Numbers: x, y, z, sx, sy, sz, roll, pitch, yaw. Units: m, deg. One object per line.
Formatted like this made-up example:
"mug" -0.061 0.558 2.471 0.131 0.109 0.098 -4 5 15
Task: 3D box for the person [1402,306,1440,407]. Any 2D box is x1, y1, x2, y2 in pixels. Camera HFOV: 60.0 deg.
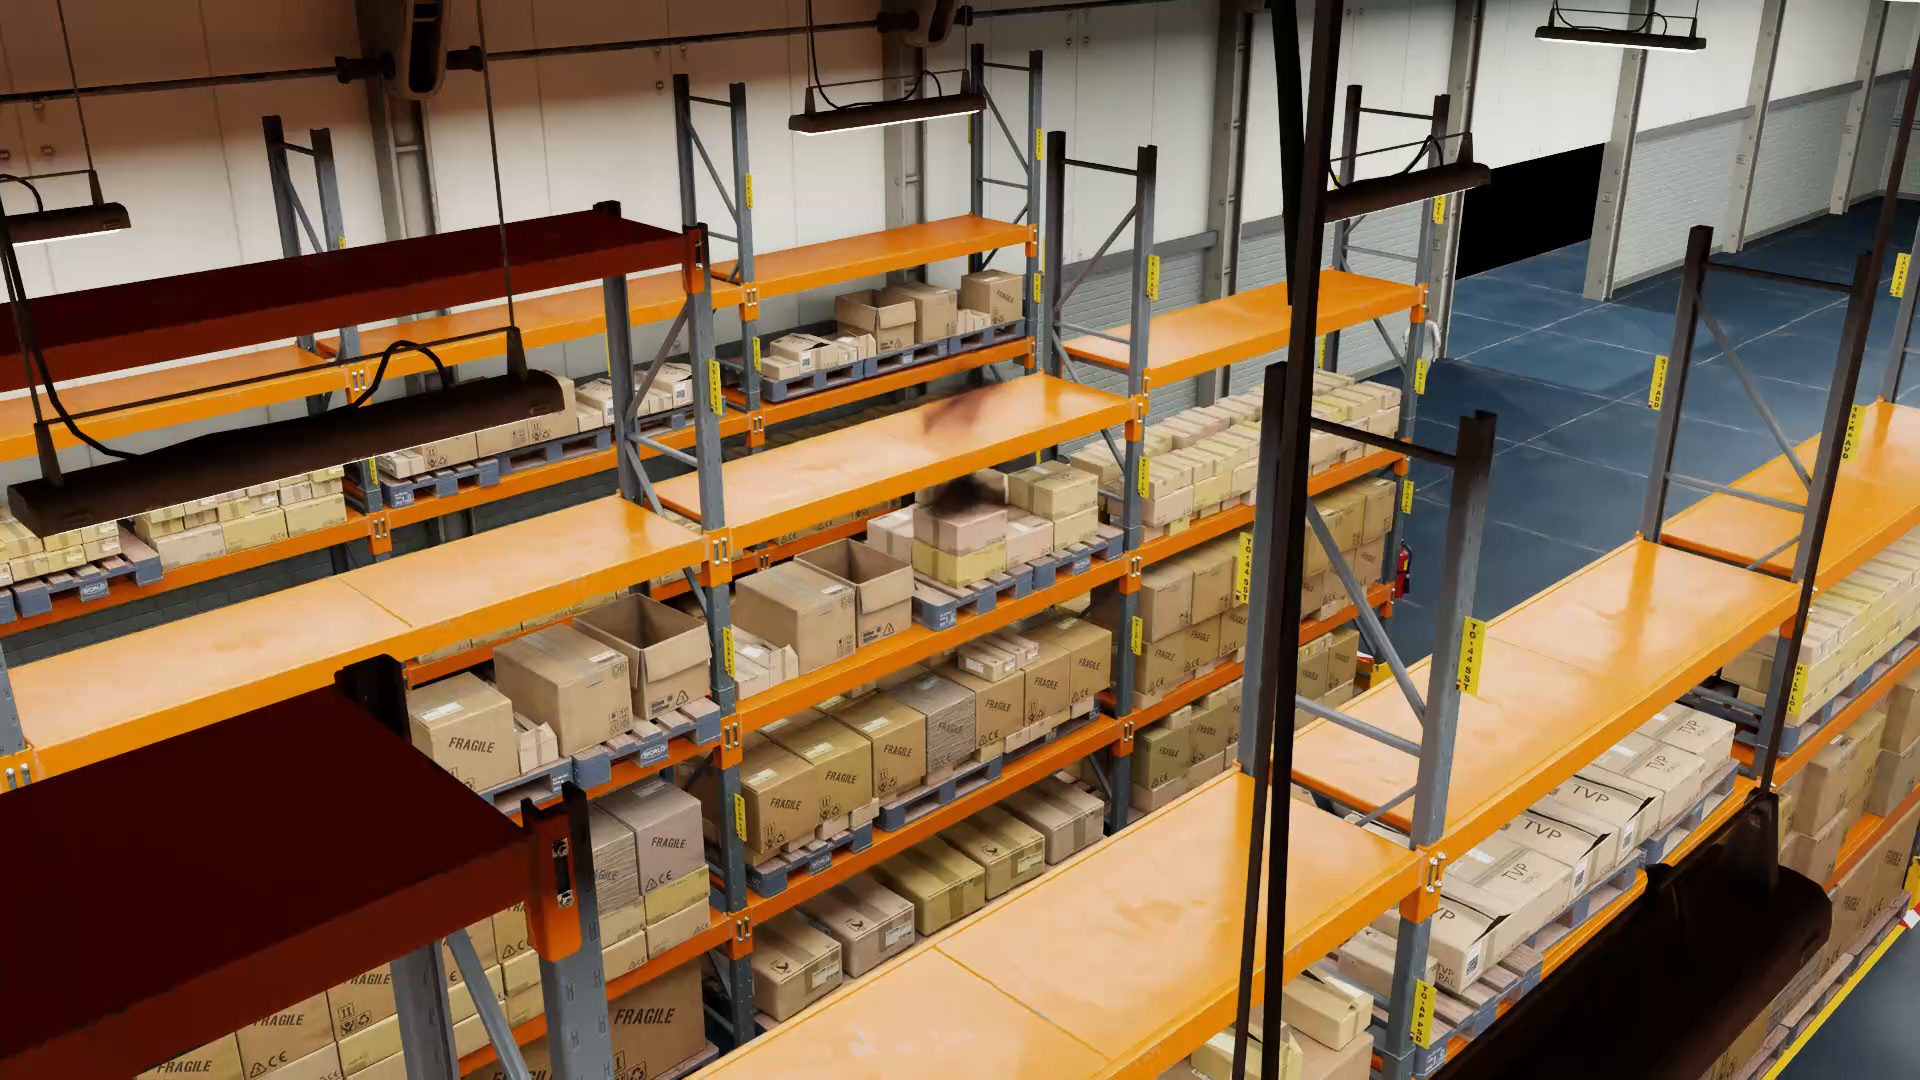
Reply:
"person" 7.096 -2.823 25.596 0.507 1.621 0.682 17 28 36
